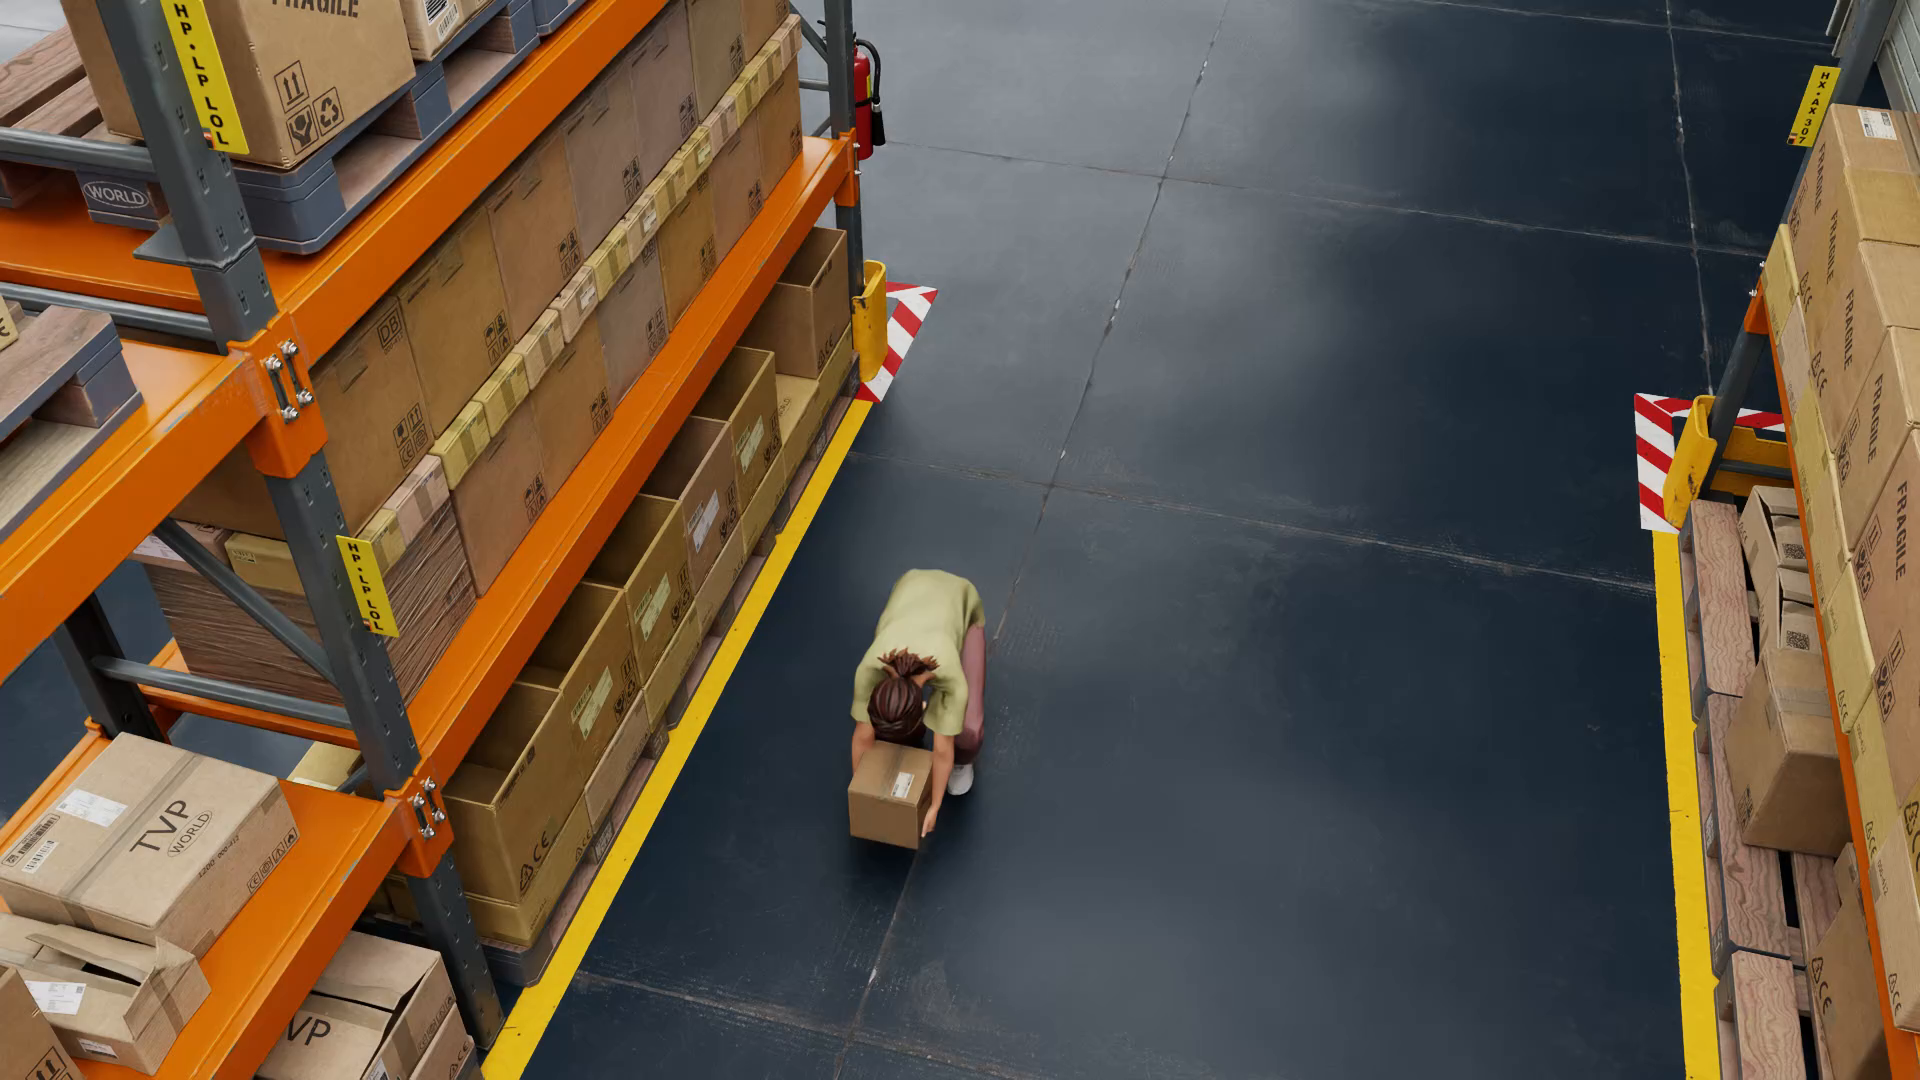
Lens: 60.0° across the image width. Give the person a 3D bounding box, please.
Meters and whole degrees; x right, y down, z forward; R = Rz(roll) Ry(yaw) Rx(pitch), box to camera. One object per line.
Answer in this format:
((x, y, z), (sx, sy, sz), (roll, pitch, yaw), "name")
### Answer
((-0.144, 0.604, 6.007), (0.476, 0.966, 0.866), (8, 42, 10), "person")
